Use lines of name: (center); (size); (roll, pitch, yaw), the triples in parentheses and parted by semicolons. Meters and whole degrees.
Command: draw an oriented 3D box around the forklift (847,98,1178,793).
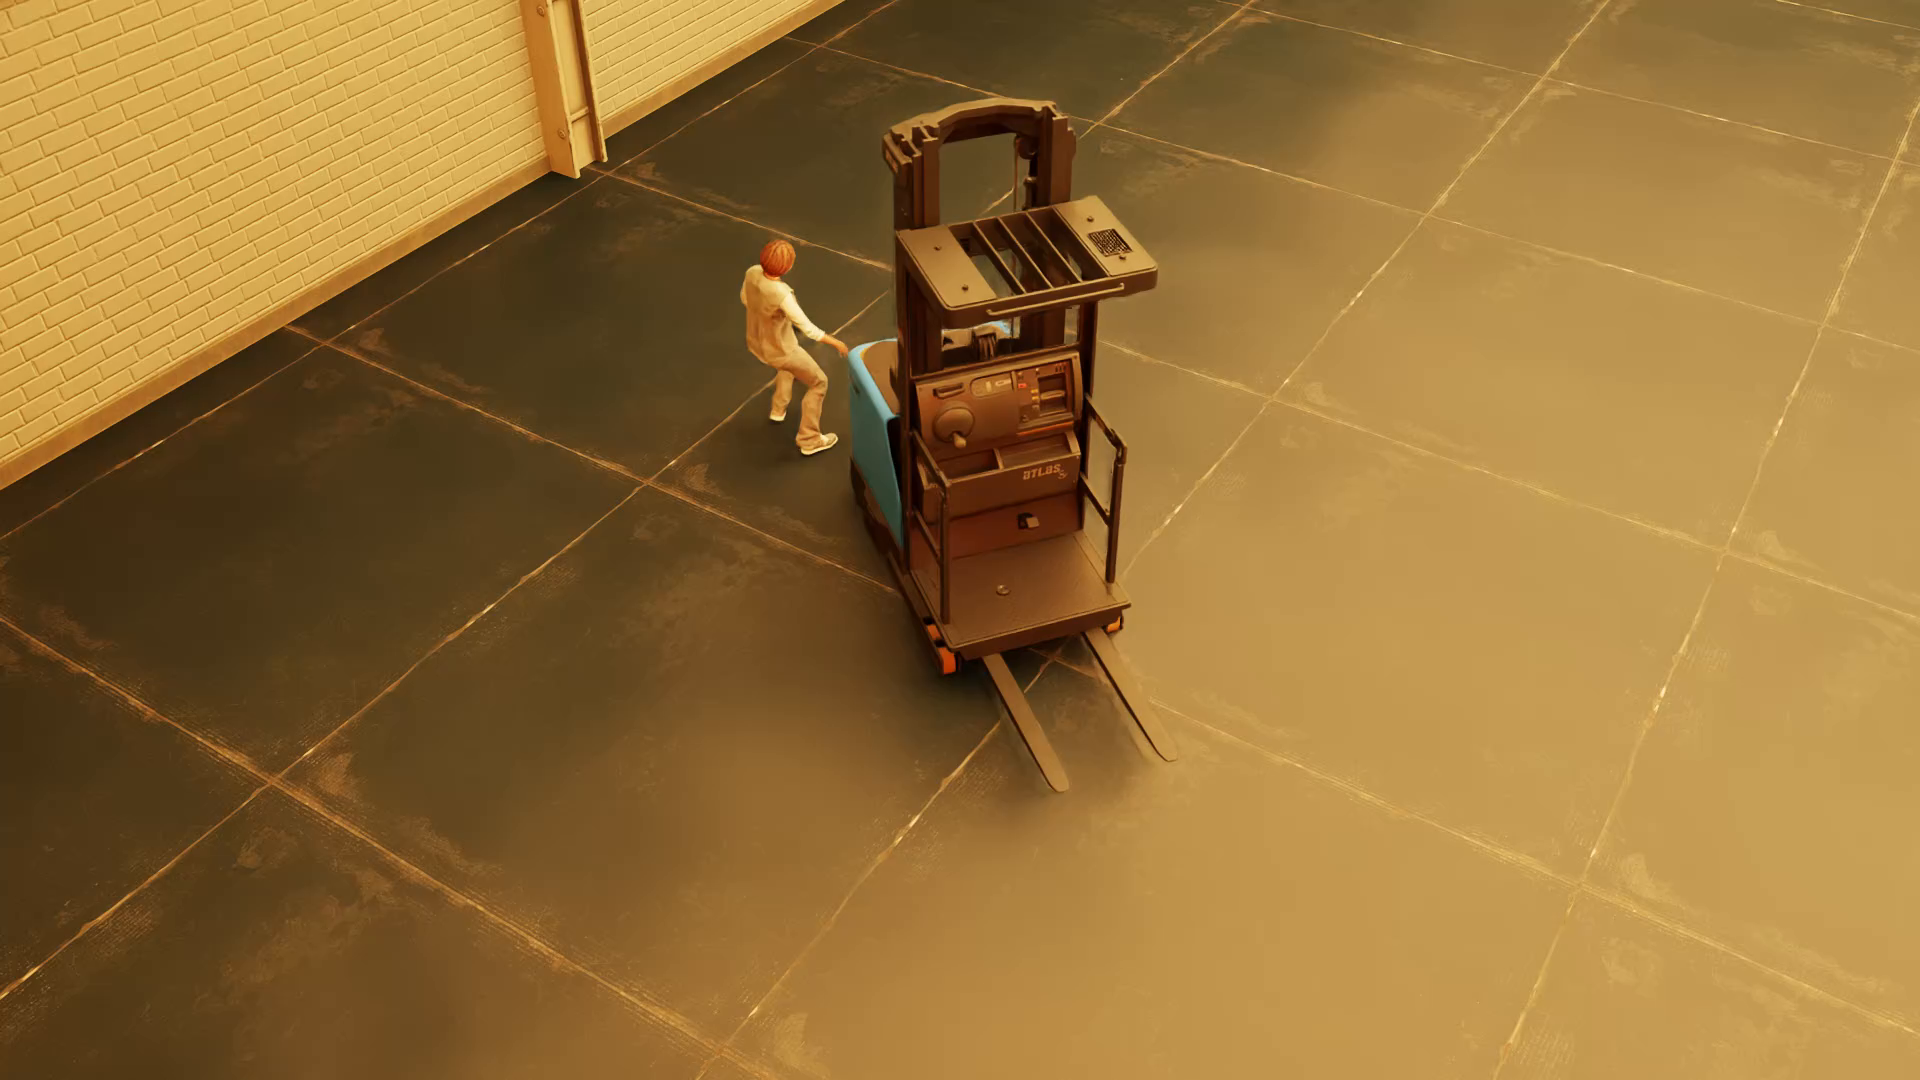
forklift: (0.291, -0.667, 8.754); (1.130, 2.935, 3.031); (-13, 42, -15)

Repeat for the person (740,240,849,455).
person: (-1.080, -1.265, 10.586); (0.494, 1.447, 0.629); (-30, 48, -30)
